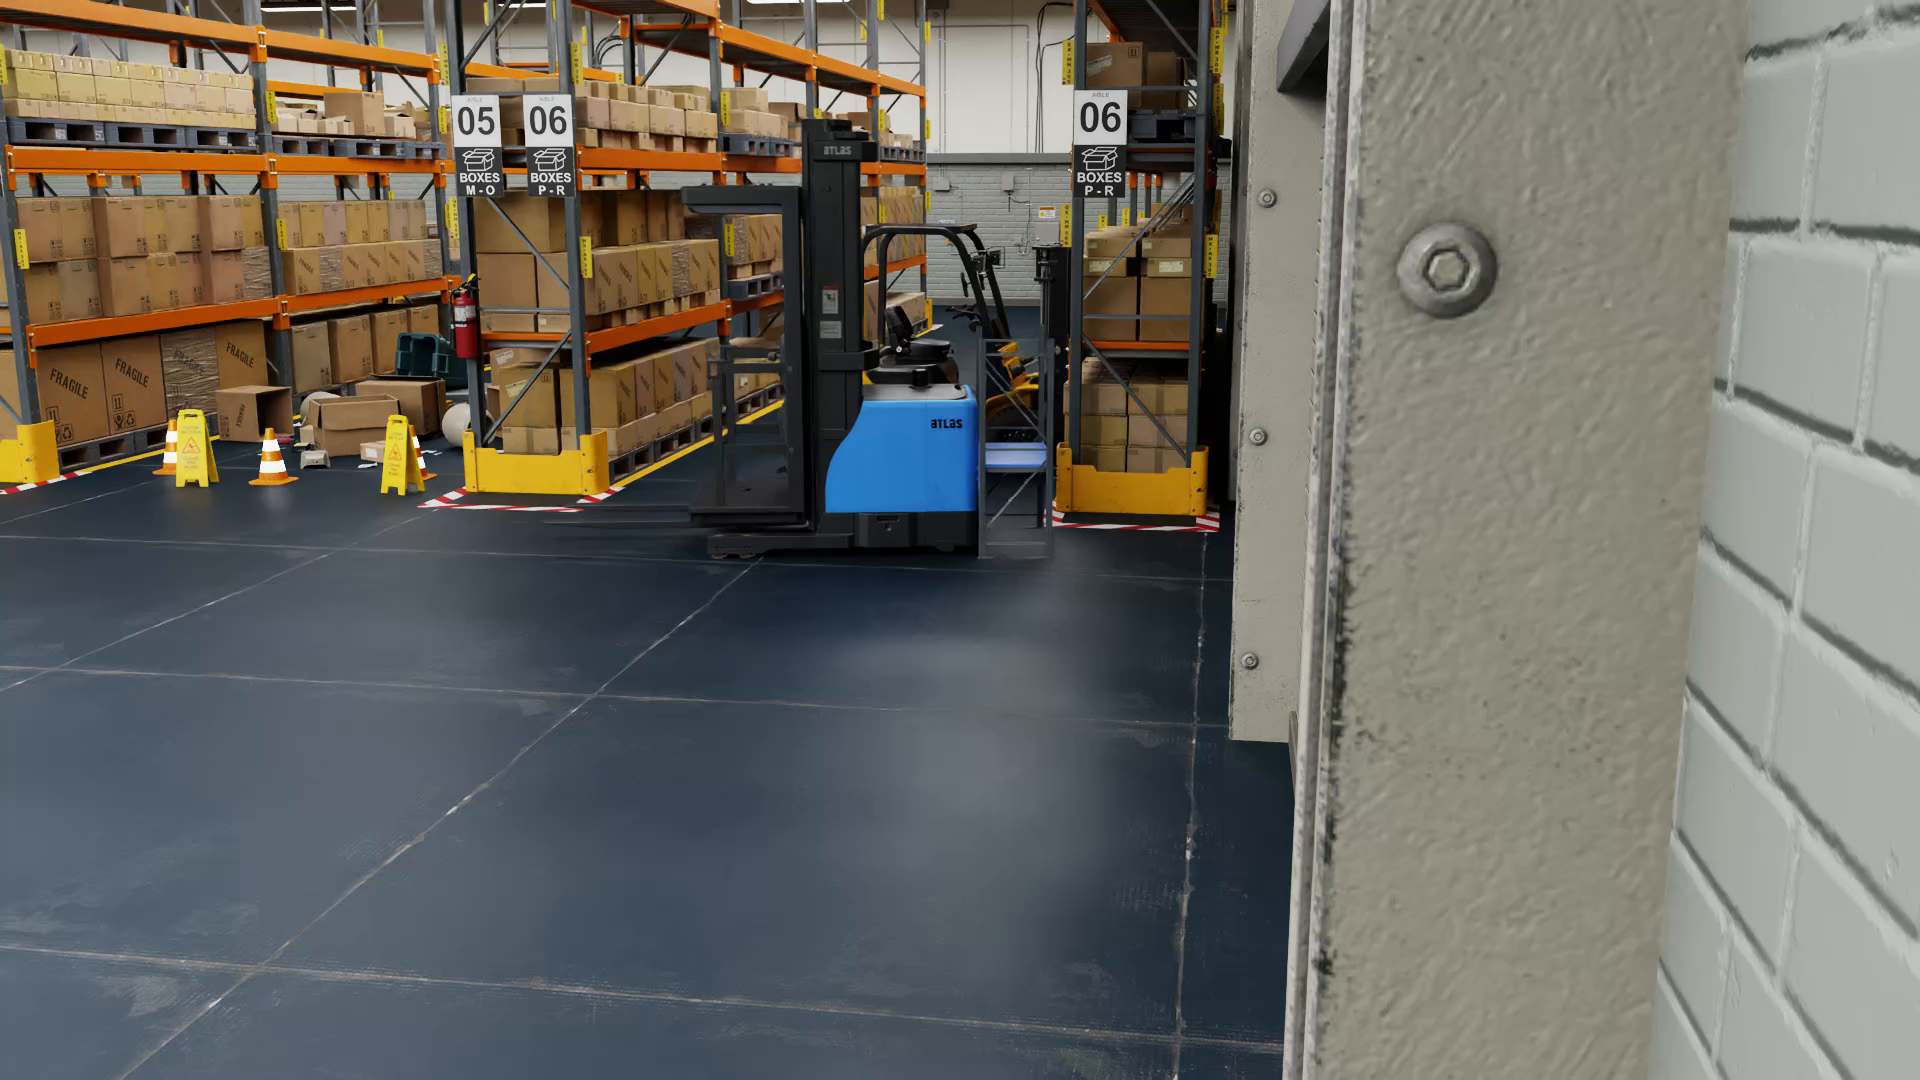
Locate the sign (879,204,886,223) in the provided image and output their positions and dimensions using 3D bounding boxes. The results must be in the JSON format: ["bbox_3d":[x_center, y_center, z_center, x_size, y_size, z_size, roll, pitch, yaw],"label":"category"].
[{"bbox_3d":[-1.168,-4.881,24.964,0.100,0.325,0.005,2,12,9],"label":"sign"}]

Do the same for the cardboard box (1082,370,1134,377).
[{"bbox_3d":[1.190,-1.274,13.942,0.500,0.250,0.500,2,12,10],"label":"cardboard box"}]

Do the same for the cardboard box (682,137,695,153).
[{"bbox_3d":[-2.824,-3.869,16.301,0.380,0.149,0.250,2,12,9],"label":"cardboard box"}]

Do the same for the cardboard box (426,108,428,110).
[{"bbox_3d":[-7.244,-5.927,23.201,0.396,0.266,0.258,2,12,9],"label":"cardboard box"}]

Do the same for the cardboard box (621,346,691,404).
[{"bbox_3d":[-2.915,-1.588,15.992,0.500,0.500,0.500,3,12,12],"label":"cardboard box"}]

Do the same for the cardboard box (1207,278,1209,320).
[{"bbox_3d":[2.018,-2.281,15.220,0.500,0.500,0.500,2,12,7],"label":"cardboard box"}]

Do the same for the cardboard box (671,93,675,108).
[{"bbox_3d":[-2.914,-4.147,15.701,0.380,0.149,0.250,2,12,8],"label":"cardboard box"}]

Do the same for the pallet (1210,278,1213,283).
[{"bbox_3d":[2.619,-3.427,21.229,1.213,0.211,1.003,2,12,9],"label":"pallet"}]

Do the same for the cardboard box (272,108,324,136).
[{"bbox_3d":[-7.790,-4.893,19.434,0.500,0.311,0.500,1,12,7],"label":"cardboard box"}]

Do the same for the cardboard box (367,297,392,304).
[{"bbox_3d":[-10.902,-4.554,30.053,0.875,0.875,0.875,2,12,9],"label":"cardboard box"}]

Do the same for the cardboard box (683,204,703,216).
[{"bbox_3d":[-2.995,-3.668,18.415,0.380,0.149,0.250,2,12,7],"label":"cardboard box"}]

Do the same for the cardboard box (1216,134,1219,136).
[{"bbox_3d":[3.559,-5.844,24.521,0.500,0.250,0.500,2,12,7],"label":"cardboard box"}]

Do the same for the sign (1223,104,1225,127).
[{"bbox_3d":[3.749,-6.104,23.915,0.100,0.325,0.005,2,12,9],"label":"sign"}]

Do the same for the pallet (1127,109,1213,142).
[{"bbox_3d":[1.489,-3.281,13.188,1.003,0.211,1.213,2,12,9],"label":"pallet"}]

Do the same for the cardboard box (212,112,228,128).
[{"bbox_3d":[-7.659,-4.249,16.831,0.380,0.149,0.250,2,12,10],"label":"cardboard box"}]

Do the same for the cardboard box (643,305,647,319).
[{"bbox_3d":[-3.076,-2.082,15.130,0.380,0.149,0.250,2,12,11],"label":"cardboard box"}]

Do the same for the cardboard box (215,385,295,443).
[{"bbox_3d":[-7.067,-1.267,16.678,0.500,0.500,0.500,4,13,18],"label":"cardboard box"}]

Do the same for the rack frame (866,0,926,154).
[{"bbox_3d":[-1.090,-8.135,28.381,1.000,3.000,0.127,2,12,9],"label":"rack frame"}]

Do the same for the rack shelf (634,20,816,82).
[{"bbox_3d":[-2.628,-5.506,18.840,1.077,0.370,4.000,2,12,9],"label":"rack shelf"}]

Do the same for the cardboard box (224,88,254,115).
[{"bbox_3d":[-7.665,-4.526,17.168,0.500,0.250,0.500,2,12,8],"label":"cardboard box"}]

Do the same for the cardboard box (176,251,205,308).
[{"bbox_3d":[-8.149,-2.616,16.656,0.875,0.550,0.550,2,12,9],"label":"cardboard box"}]

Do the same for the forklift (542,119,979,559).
[{"bbox_3d":[-1.396,-1.419,11.620,3.031,2.935,1.130,-1,12,-3],"label":"forklift"}]

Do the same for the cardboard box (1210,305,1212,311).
[{"bbox_3d":[3.271,-3.153,22.902,0.380,0.149,0.250,2,12,9],"label":"cardboard box"}]

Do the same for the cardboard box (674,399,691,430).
[{"bbox_3d":[-2.916,-1.217,16.050,0.500,0.250,0.500,2,12,10],"label":"cardboard box"}]

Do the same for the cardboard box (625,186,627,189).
[{"bbox_3d":[-5.899,-5.816,28.544,0.500,0.500,0.500,1,12,7],"label":"cardboard box"}]

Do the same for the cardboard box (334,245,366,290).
[{"bbox_3d":[-7.339,-3.203,19.496,0.500,0.500,0.500,2,12,8],"label":"cardboard box"}]

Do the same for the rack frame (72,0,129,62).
[{"bbox_3d":[-15.776,-8.617,30.616,1.000,3.000,0.127,2,12,9],"label":"rack frame"}]

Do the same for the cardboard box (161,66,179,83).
[{"bbox_3d":[-7.779,-4.482,16.020,0.380,0.149,0.250,2,12,8],"label":"cardboard box"}]

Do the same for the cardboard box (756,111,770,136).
[{"bbox_3d":[-2.373,-4.517,18.072,0.500,0.250,0.500,2,12,8],"label":"cardboard box"}]

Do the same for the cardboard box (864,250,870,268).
[{"bbox_3d":[-1.605,-4.089,24.202,0.500,0.250,0.500,2,12,8],"label":"cardboard box"}]

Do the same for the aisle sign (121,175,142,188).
[{"bbox_3d":[-15.476,-6.960,31.000,0.394,0.787,0.004,2,12,9],"label":"aisle sign"}]

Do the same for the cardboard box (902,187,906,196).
[{"bbox_3d":[-1.090,-5.709,27.212,0.380,0.149,0.250,2,12,10],"label":"cardboard box"}]

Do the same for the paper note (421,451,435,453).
[{"bbox_3d":[-5.094,-0.848,15.883,0.148,0.019,0.142,7,14,28],"label":"paper note"}]

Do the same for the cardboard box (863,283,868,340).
[{"bbox_3d":[-1.853,-3.216,23.845,0.875,0.875,0.875,2,12,10],"label":"cardboard box"}]

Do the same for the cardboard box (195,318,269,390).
[{"bbox_3d":[-8.008,-1.882,17.651,0.875,0.875,0.875,2,12,10],"label":"cardboard box"}]

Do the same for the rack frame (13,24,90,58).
[{"bbox_3d":[-12.113,-6.791,22.144,1.000,3.000,0.127,2,12,9],"label":"rack frame"}]

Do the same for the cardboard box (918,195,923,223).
[{"bbox_3d":[-0.929,-5.632,28.396,0.500,0.500,0.500,2,12,11],"label":"cardboard box"}]

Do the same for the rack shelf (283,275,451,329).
[{"bbox_3d":[-7.535,-2.908,20.076,1.077,0.370,4.000,2,12,9],"label":"rack shelf"}]

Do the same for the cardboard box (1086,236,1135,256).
[{"bbox_3d":[1.208,-2.357,13.326,0.380,0.149,0.250,2,12,9],"label":"cardboard box"}]

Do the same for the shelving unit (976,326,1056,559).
[{"bbox_3d":[0.375,-0.715,11.749,0.538,1.500,1.048,0,12,-1],"label":"shelving unit"}]

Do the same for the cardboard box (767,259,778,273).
[{"bbox_3d":[-2.311,-3.162,19.146,0.380,0.149,0.250,2,12,11],"label":"cardboard box"}]

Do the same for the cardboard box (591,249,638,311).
[{"bbox_3d":[-3.128,-2.264,14.433,0.500,0.500,0.500,2,12,10],"label":"cardboard box"}]

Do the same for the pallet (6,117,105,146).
[{"bbox_3d":[-8.354,-3.589,14.617,1.003,0.211,1.213,2,12,9],"label":"pallet"}]

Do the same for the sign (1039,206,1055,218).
[{"bbox_3d":[1.784,-6.727,34.128,0.339,0.242,0.001,2,12,9],"label":"sign"}]

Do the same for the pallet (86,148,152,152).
[{"bbox_3d":[-12.066,-5.368,23.110,1.213,0.211,1.003,2,12,11],"label":"pallet"}]

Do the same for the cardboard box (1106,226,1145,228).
[{"bbox_3d":[1.627,-2.999,16.306,0.380,0.149,0.250,2,12,10],"label":"cardboard box"}]

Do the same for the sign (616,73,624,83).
[{"bbox_3d":[-3.485,-4.633,17.090,0.100,0.325,0.005,2,12,9],"label":"sign"}]

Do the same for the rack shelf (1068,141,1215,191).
[{"bbox_3d":[1.662,-3.243,14.507,1.077,0.370,4.000,2,12,9],"label":"rack shelf"}]

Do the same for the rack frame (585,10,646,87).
[{"bbox_3d":[-5.997,-8.274,29.028,1.000,3.000,0.127,2,12,9],"label":"rack frame"}]

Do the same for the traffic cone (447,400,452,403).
[{"bbox_3d":[-6.144,-1.834,19.404,0.336,0.463,0.334,2,12,9],"label":"traffic cone"}]

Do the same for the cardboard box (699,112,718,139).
[{"bbox_3d":[-2.738,-4.142,16.622,0.500,0.250,0.500,2,12,8],"label":"cardboard box"}]
